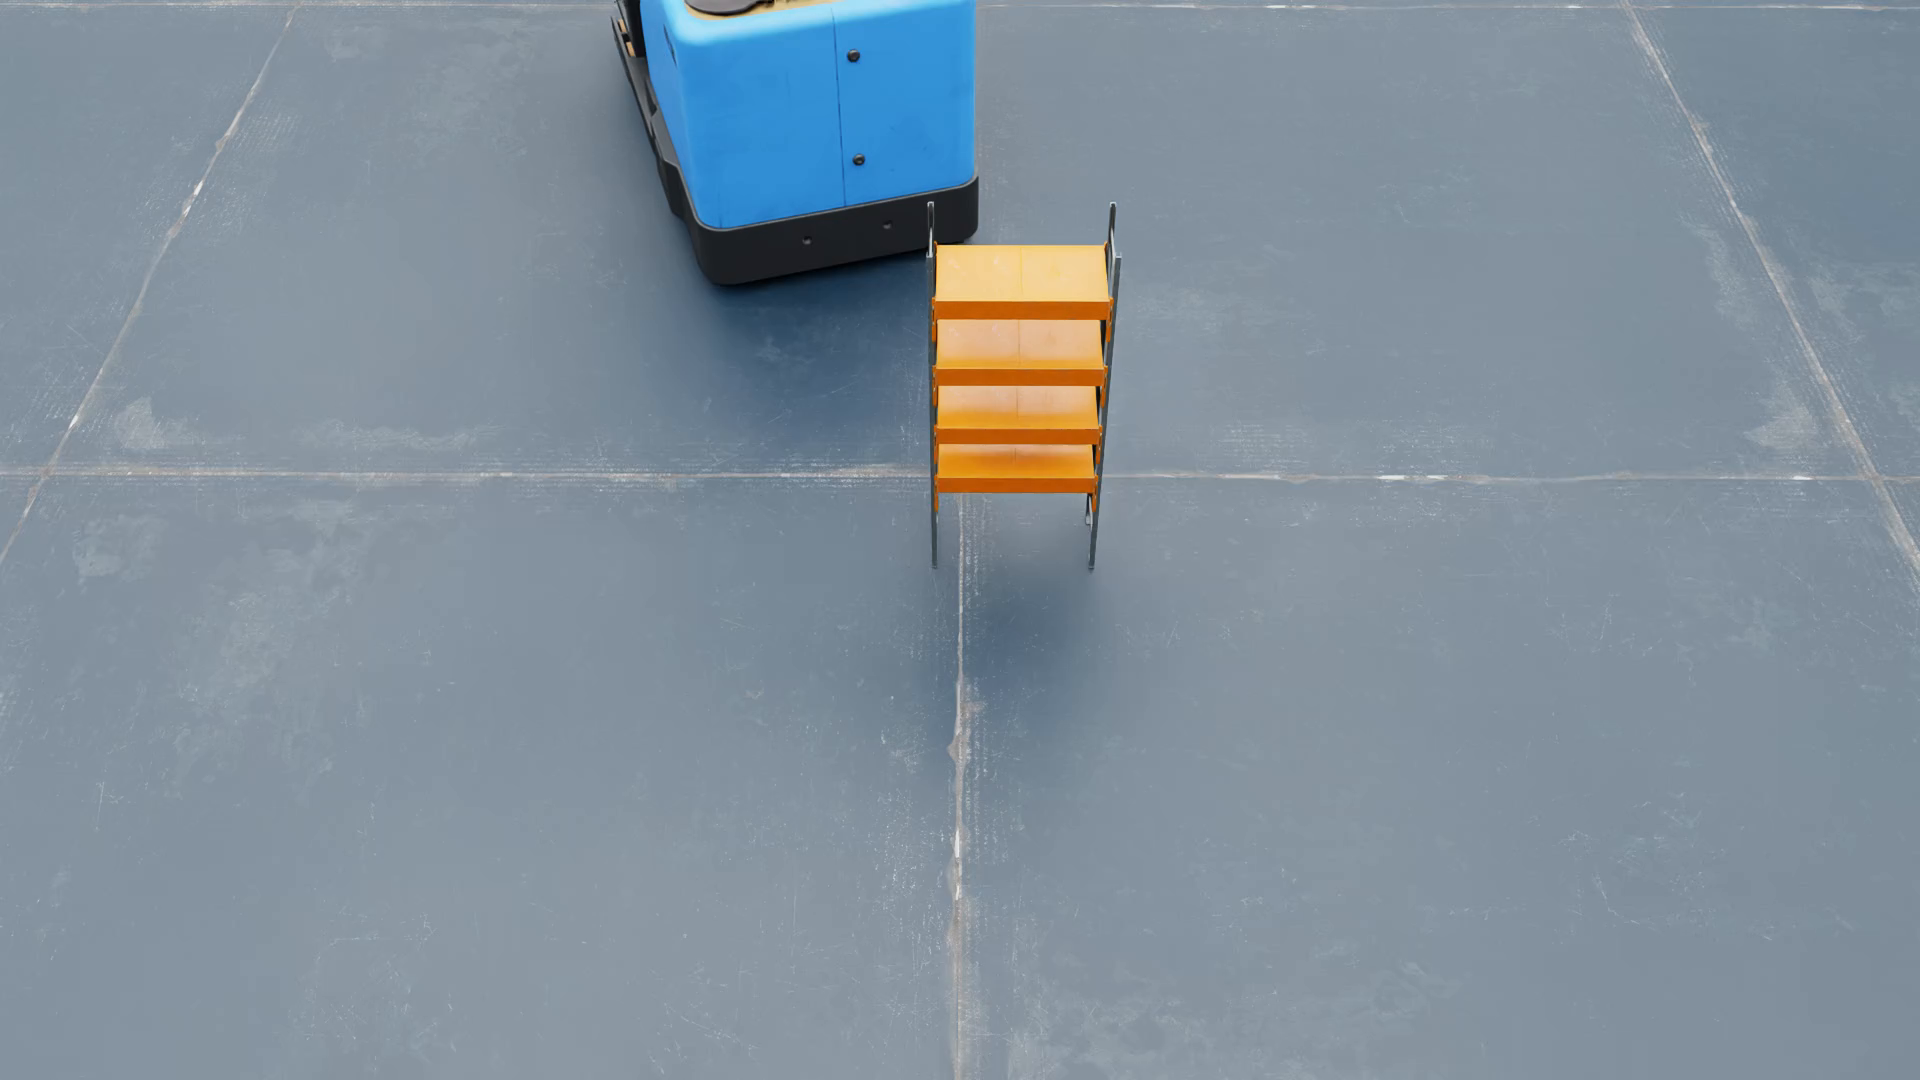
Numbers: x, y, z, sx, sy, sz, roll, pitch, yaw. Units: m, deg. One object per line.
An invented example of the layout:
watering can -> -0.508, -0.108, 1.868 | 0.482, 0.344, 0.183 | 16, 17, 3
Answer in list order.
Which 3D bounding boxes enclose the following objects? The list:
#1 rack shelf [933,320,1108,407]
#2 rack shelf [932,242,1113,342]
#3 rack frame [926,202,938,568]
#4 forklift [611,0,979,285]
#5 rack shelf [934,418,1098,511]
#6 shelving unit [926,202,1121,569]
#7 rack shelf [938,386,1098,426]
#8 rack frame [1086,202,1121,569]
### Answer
rack shelf -> 0.166, -0.515, 4.696 | 0.480, 0.148, 0.258 | 0, 47, 0
rack shelf -> 0.166, -0.676, 4.523 | 0.480, 0.148, 0.258 | 0, 47, 0
rack frame -> -0.078, -0.409, 4.811 | 0.015, 1.200, 0.240 | 0, 47, 0
forklift -> -0.697, -2.620, 5.730 | 1.129, 2.867, 1.939 | -13, 48, -12
rack shelf -> 0.166, -0.227, 5.005 | 0.480, 0.148, 0.258 | 0, 47, 0
shelving unit -> 0.166, -0.408, 4.810 | 0.503, 1.200, 0.258 | 0, 47, 0
rack shelf -> 0.166, -0.389, 4.831 | 0.457, 0.050, 0.221 | 0, 47, 0
rack frame -> 0.410, -0.408, 4.810 | 0.015, 1.200, 0.240 | 0, 47, 0
